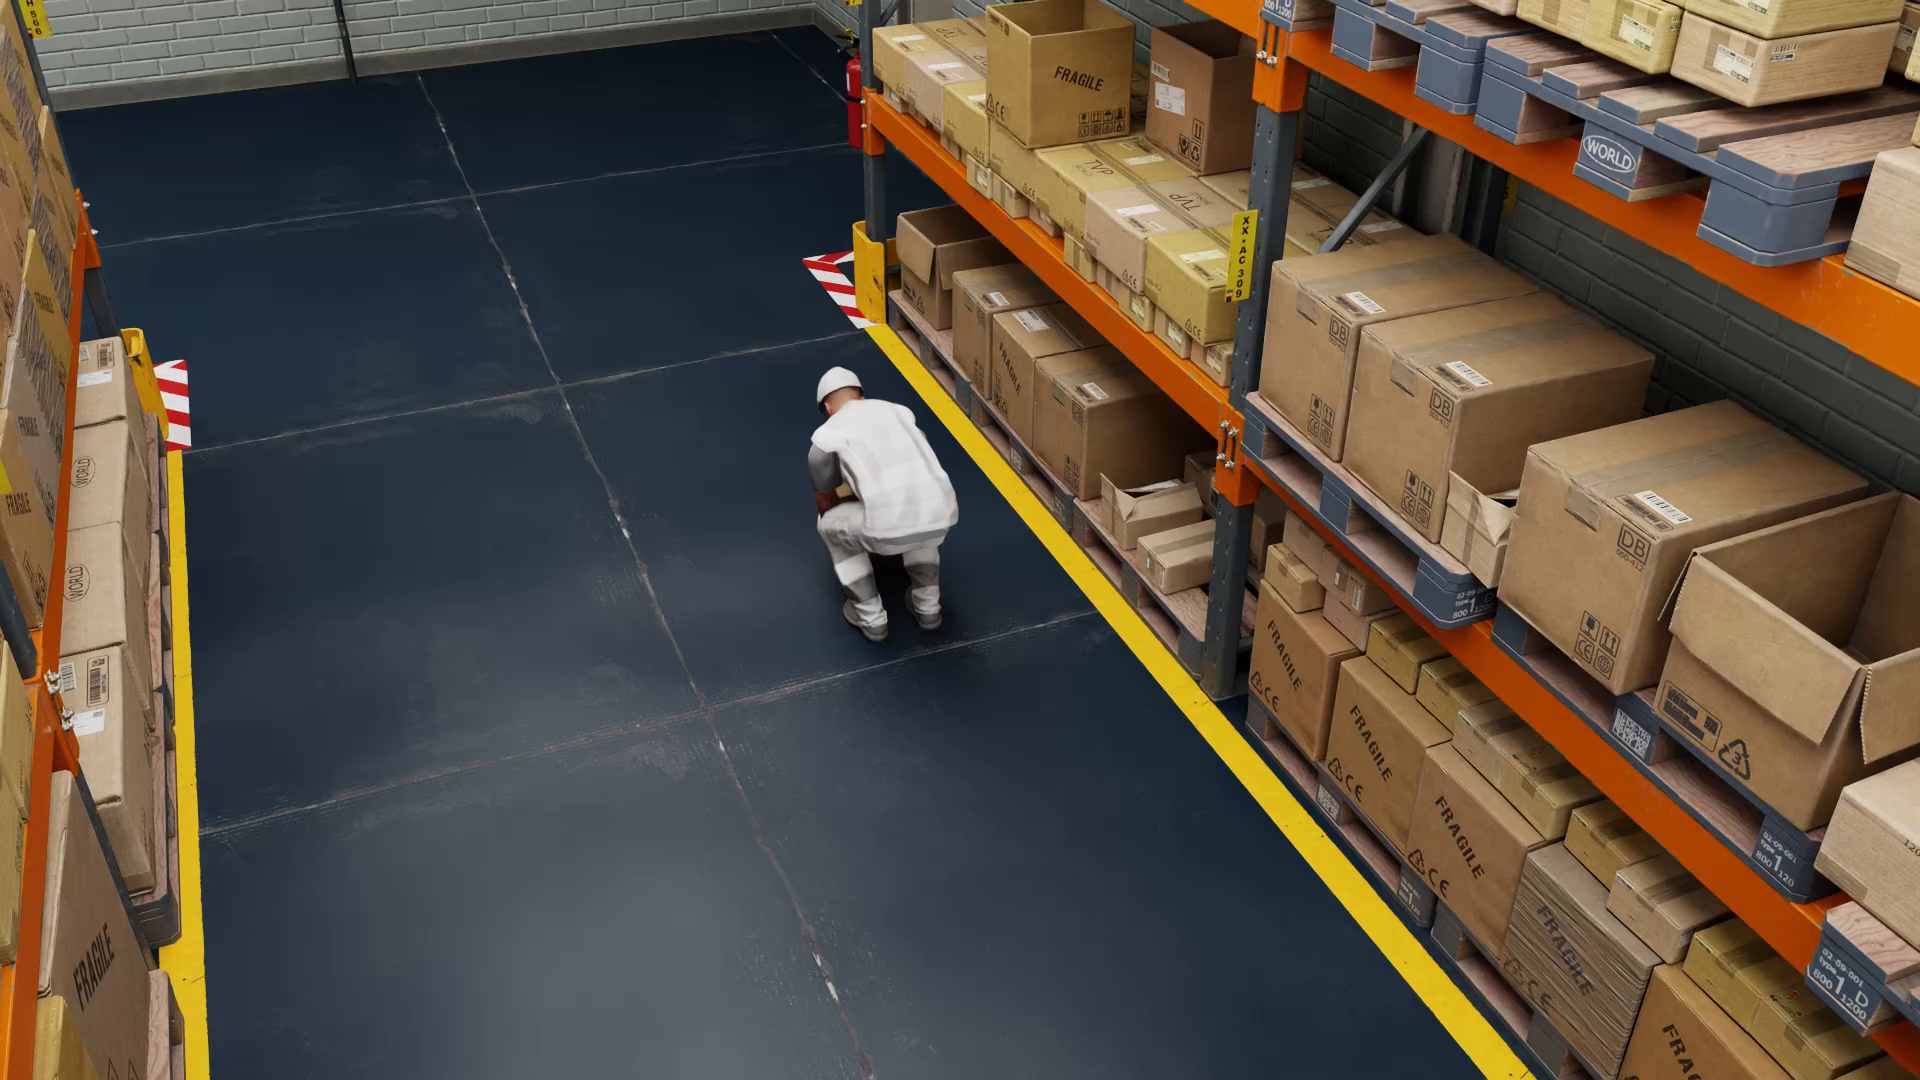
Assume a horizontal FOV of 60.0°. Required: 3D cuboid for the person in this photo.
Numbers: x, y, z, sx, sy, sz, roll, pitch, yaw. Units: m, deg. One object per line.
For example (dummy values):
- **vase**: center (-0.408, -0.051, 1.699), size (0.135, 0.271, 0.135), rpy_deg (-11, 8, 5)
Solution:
- **person**: center (-0.345, -0.140, 7.069), size (0.532, 0.987, 0.928), rpy_deg (-14, 36, -20)
